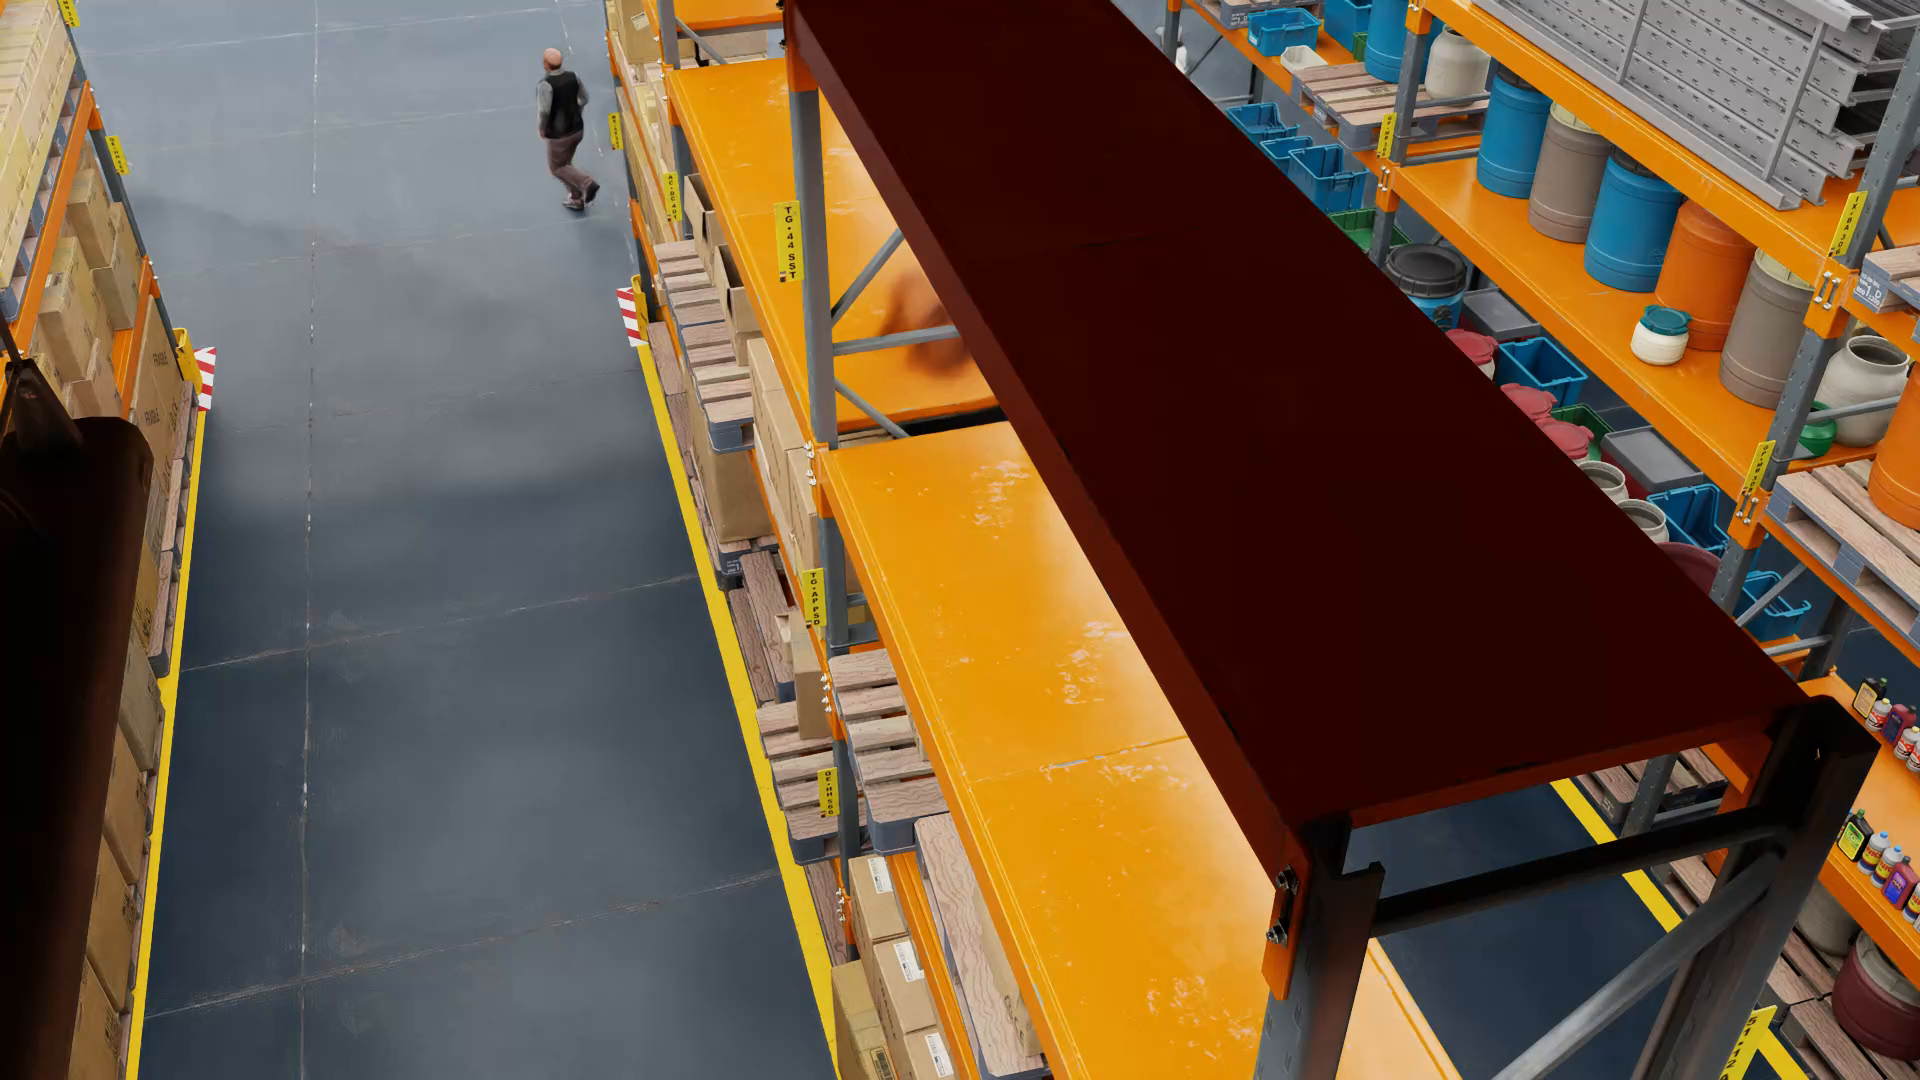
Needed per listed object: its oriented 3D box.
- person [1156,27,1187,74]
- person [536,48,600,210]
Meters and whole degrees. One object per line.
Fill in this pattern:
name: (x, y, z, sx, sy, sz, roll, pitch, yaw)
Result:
person: (2.119, -4.502, 17.205, 0.676, 1.694, 0.637, 18, 42, 21)
person: (-3.908, -4.038, 16.577, 0.611, 1.706, 0.668, 22, 43, 25)
